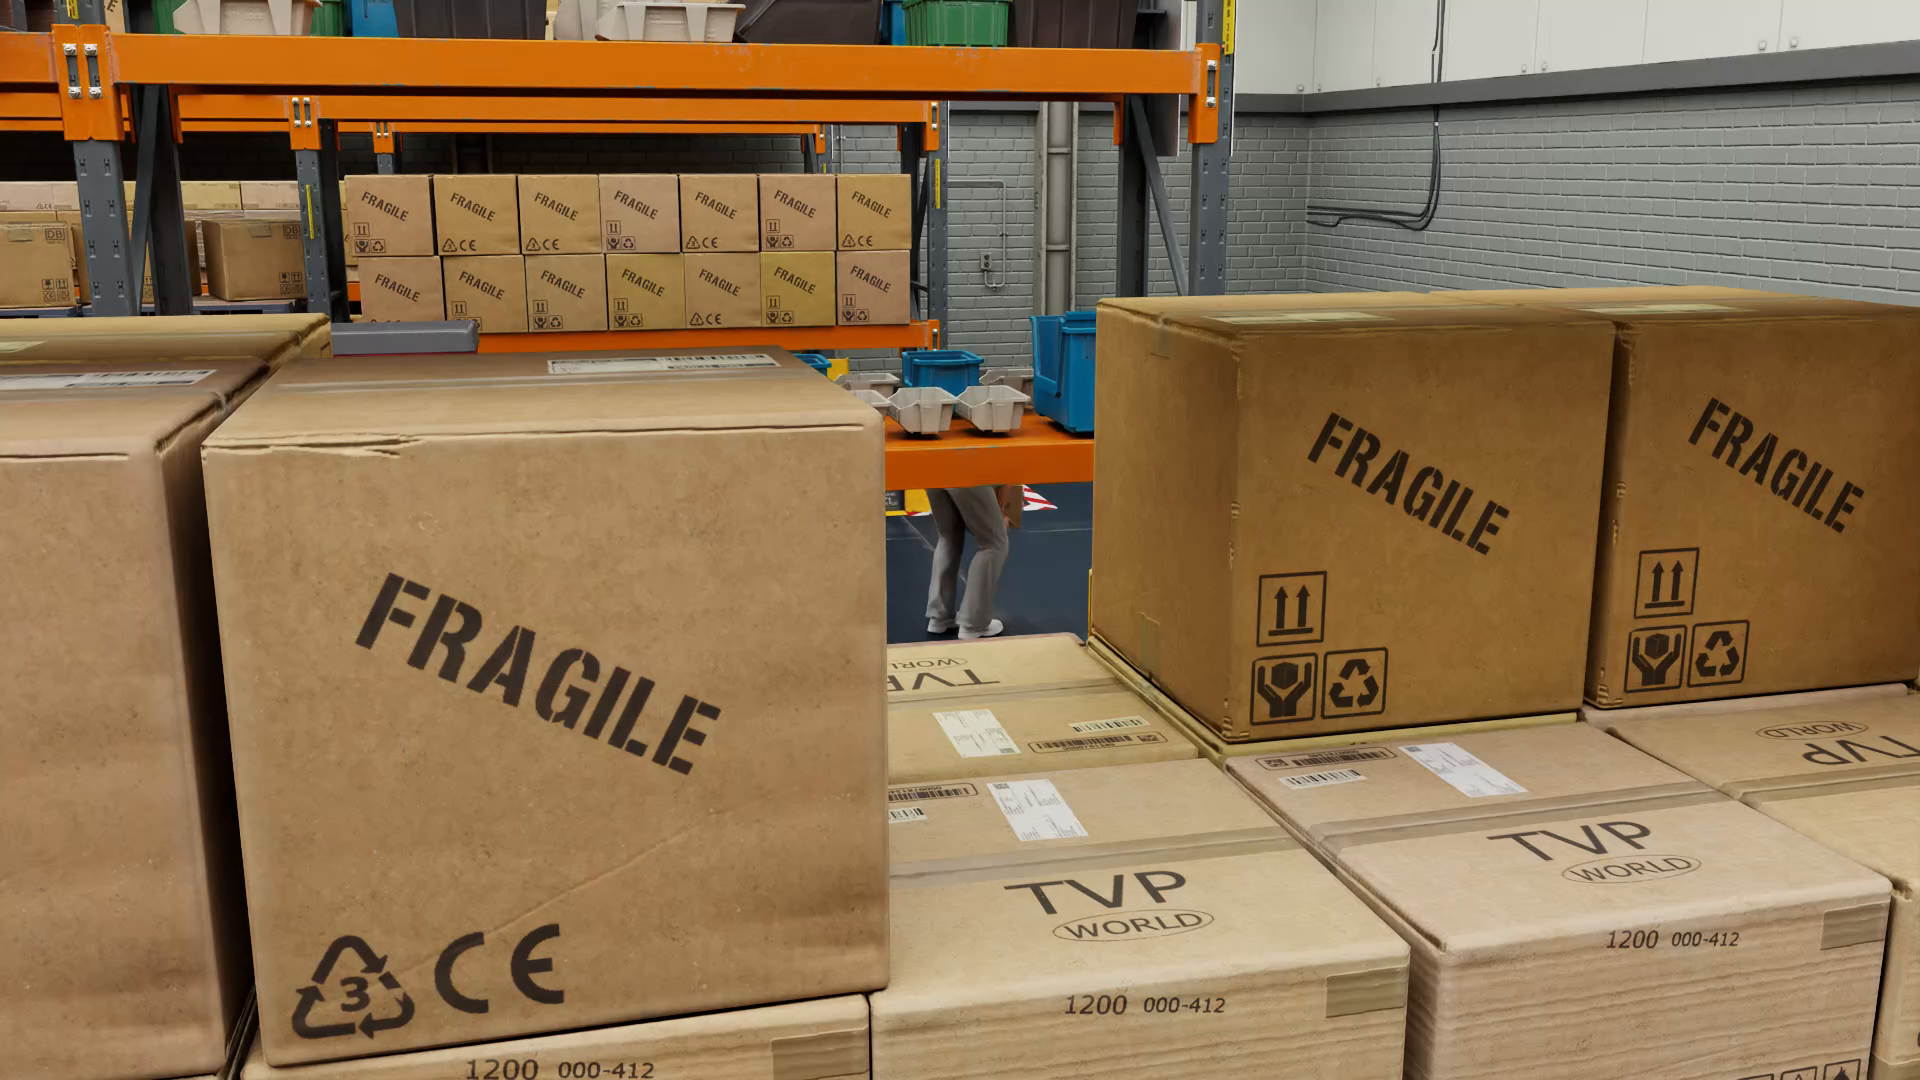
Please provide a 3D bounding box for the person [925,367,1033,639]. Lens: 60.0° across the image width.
[{"bbox_3d":[0.136,-0.205,8.638,0.418,1.343,0.789,10,16,37],"label":"person"}]
